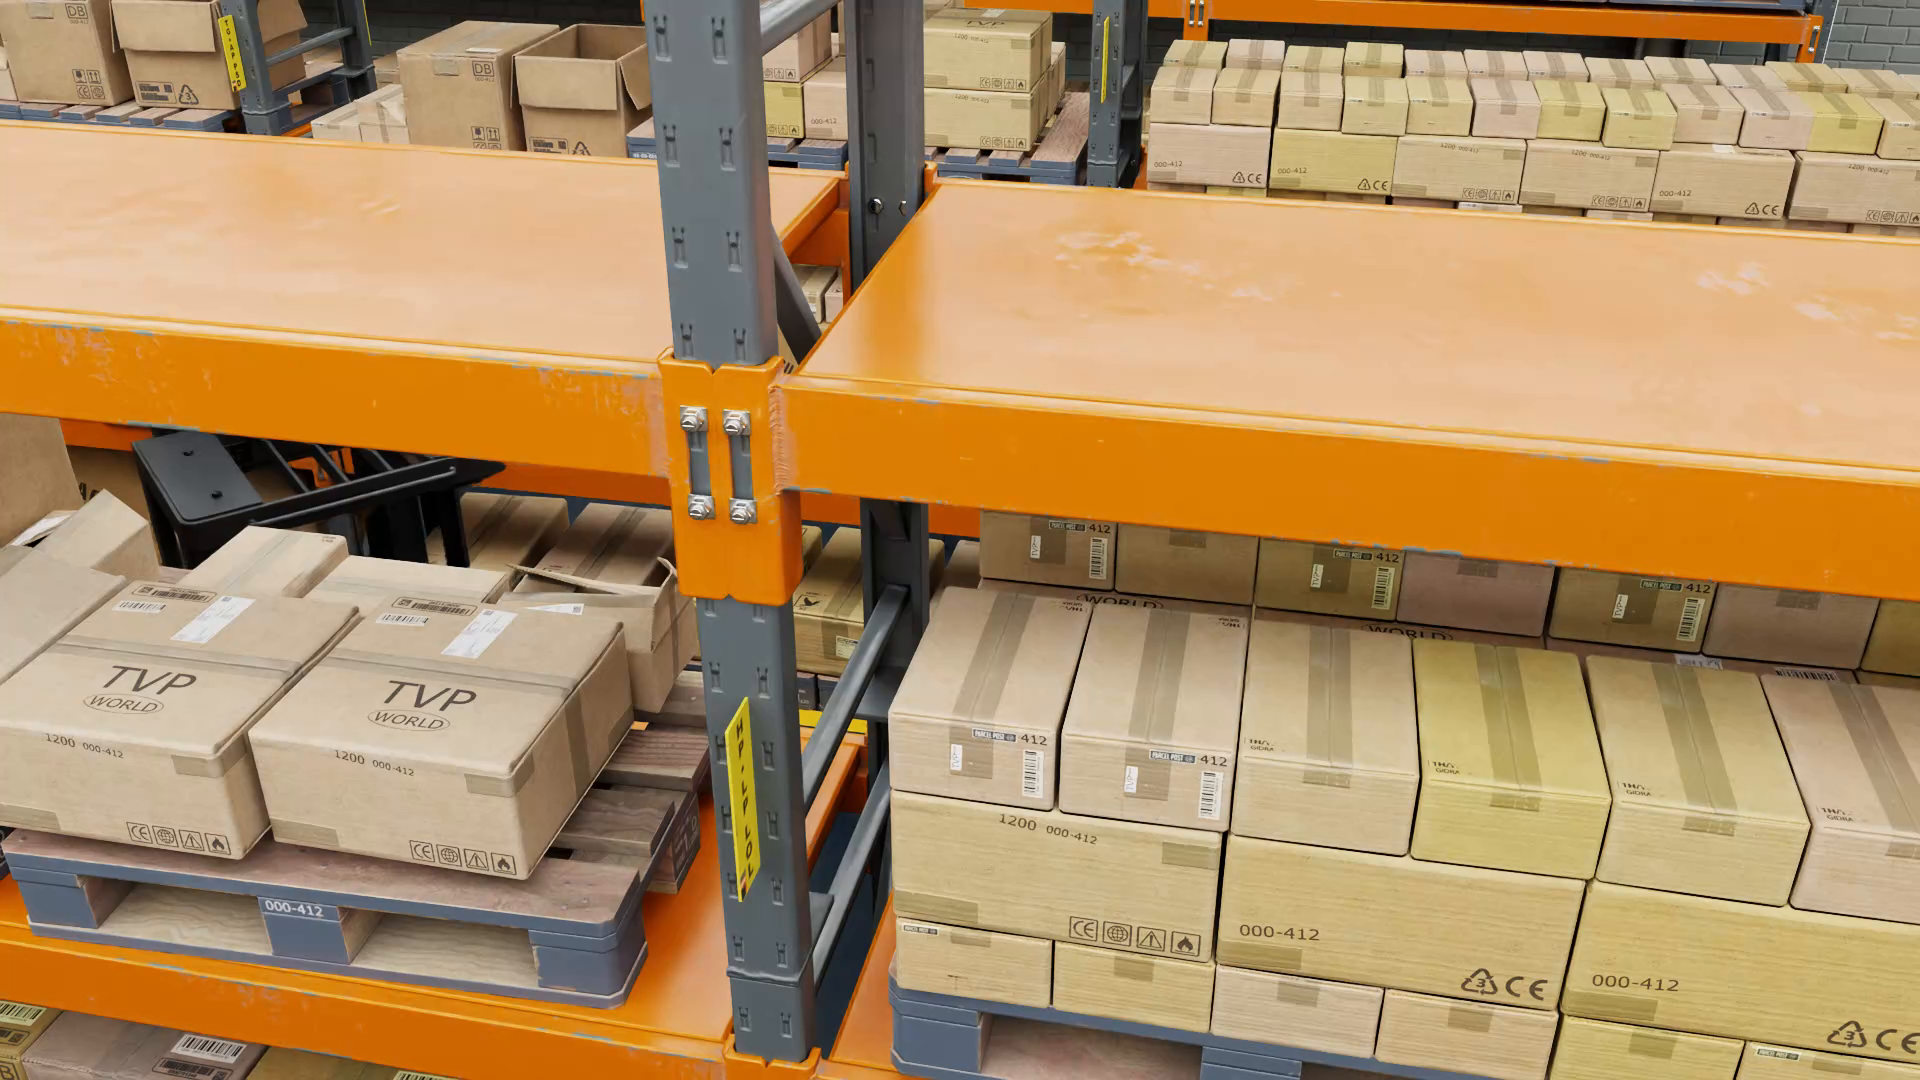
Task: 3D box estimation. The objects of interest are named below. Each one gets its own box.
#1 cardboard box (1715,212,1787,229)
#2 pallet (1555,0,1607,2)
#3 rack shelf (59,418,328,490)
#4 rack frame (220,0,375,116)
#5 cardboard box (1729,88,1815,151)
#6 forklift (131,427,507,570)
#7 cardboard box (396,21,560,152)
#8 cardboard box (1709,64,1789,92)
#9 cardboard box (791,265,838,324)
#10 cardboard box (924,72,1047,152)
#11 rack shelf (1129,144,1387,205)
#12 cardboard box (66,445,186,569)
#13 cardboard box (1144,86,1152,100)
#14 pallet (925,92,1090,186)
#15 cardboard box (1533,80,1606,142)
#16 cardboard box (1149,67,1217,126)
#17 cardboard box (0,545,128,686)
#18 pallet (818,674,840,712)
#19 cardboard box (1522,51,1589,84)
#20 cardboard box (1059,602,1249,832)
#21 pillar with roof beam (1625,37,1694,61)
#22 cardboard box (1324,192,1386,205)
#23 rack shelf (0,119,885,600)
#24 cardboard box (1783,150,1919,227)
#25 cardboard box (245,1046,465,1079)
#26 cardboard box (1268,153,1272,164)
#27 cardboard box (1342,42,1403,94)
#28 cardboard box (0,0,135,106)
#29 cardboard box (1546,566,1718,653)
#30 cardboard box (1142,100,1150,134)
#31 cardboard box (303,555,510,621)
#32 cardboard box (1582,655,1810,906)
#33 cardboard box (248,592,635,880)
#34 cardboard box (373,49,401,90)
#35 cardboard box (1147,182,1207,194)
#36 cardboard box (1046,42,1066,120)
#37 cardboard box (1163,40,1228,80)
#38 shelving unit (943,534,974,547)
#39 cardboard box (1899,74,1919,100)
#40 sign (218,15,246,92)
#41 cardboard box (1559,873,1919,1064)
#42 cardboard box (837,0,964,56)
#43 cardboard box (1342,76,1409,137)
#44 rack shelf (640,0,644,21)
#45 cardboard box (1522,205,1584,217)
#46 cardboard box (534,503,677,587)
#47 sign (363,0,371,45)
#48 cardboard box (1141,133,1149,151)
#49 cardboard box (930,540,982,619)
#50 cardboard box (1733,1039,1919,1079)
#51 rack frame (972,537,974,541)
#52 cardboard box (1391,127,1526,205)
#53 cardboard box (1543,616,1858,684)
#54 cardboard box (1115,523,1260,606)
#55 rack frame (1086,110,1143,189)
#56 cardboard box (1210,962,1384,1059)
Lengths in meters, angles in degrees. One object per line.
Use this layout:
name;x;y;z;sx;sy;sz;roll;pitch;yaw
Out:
cardboard box;3.220;-1.329;6.853;0.250;0.149;0.380;6;29;10
pallet;3.768;-3.920;11.417;1.213;0.211;1.003;6;29;11
rack shelf;-5.162;-0.794;9.489;4.000;0.370;1.077;6;29;11
rack frame;-3.206;-3.541;7.509;0.127;3.000;1.000;6;29;11
cardboard box;3.253;-1.696;6.694;0.250;0.149;0.380;6;29;11
forklift;-2.302;0.525;6.400;1.130;2.935;3.031;-19;34;-30
cardboard box;-2.281;-2.169;8.023;0.500;0.500;0.700;6;29;11
cardboard box;3.339;-1.906;7.077;0.250;0.149;0.380;6;29;10
cardboard box;-0.742;-1.171;7.901;0.250;0.149;0.380;5;29;8
cardboard box;0.104;-1.933;7.414;0.500;0.250;0.500;5;29;10
rack shelf;2.662;-1.308;7.303;4.000;0.370;1.077;6;29;11
cardboard box;-4.735;-0.361;9.724;0.875;0.875;0.875;6;29;11
cardboard box;1.440;-3.304;12.544;0.250;0.149;0.380;5;29;9
pallet;0.124;-1.854;7.746;1.003;0.211;1.213;6;29;11
cardboard box;2.483;-1.762;6.814;0.250;0.149;0.380;6;29;12
cardboard box;0.946;-1.879;7.028;0.250;0.149;0.380;5;29;10
cardboard box;-1.989;0.249;3.261;0.500;0.311;0.500;5;29;9
pallet;-0.056;0.638;9.028;1.213;0.211;1.003;6;29;11
cardboard box;2.598;-2.024;7.292;0.250;0.149;0.380;6;29;11
cardboard box;0.306;0.264;2.572;0.250;0.149;0.380;6;29;10
pillar with roof beam;4.259;-3.541;7.510;0.400;9.000;9.100;6;29;11
cardboard box;1.706;-1.498;7.163;0.250;0.149;0.380;7;29;12
rack shelf;-2.185;-0.514;3.147;4.000;0.370;1.077;6;29;11
cardboard box;3.572;-1.470;6.696;0.500;0.250;0.500;5;29;10
cardboard box;-1.219;1.246;3.866;0.500;0.500;0.700;5;29;10
cardboard box;1.307;-1.759;7.639;0.250;0.149;0.380;6;29;11
cardboard box;1.849;-2.112;7.453;0.250;0.149;0.380;7;29;12
cardboard box;-4.214;-2.463;8.123;0.500;0.500;0.700;4;29;8
cardboard box;1.186;0.031;2.997;0.250;0.149;0.380;6;29;11
cardboard box;1.358;-3.098;12.168;0.250;0.149;0.380;7;29;12
cardboard box;-1.191;0.172;3.570;0.380;0.149;0.250;6;29;11
cardboard box;1.054;0.341;2.432;0.250;0.149;0.380;6;29;11
cardboard box;-0.953;0.353;3.135;0.500;0.250;0.500;6;29;11
cardboard box;-4.384;-3.586;13.297;0.500;0.500;0.700;6;29;10
cardboard box;0.962;-1.566;7.286;0.250;0.149;0.380;5;29;10
cardboard box;0.218;-2.189;7.883;0.500;0.250;0.500;5;29;9
cardboard box;1.061;-2.134;7.494;0.250;0.149;0.380;6;29;12
shelving unit;0.014;-0.525;10.121;0.189;1.200;0.258;6;29;11
cardboard box;4.063;-1.812;6.905;0.250;0.149;0.380;6;29;10
sign;-3.330;-2.227;7.611;0.005;0.325;0.100;6;29;11
cardboard box;1.178;0.499;2.559;0.500;0.250;0.500;6;29;10
cardboard box;-0.271;-2.454;7.845;0.500;0.250;0.500;5;29;9
cardboard box;1.714;-1.797;6.878;0.250;0.149;0.380;6;29;10
rack shelf;-4.129;-4.442;13.027;4.000;0.370;1.077;6;29;11
cardboard box;2.470;-1.412;7.006;0.250;0.149;0.380;6;29;11
cardboard box;-1.932;0.191;9.239;0.625;0.372;0.950;5;29;10
sign;-3.091;-2.706;8.570;0.005;0.325;0.100;6;29;11
cardboard box;1.205;-2.922;12.262;0.500;0.250;0.500;5;29;9
cardboard box;0.192;0.409;8.841;0.625;0.372;0.950;6;29;11
cardboard box;1.302;0.716;2.577;0.250;0.149;0.380;6;29;11
rack frame;0.104;-0.516;10.105;0.006;1.200;0.240;6;29;11
cardboard box;2.072;-1.612;6.956;0.500;0.250;0.500;6;29;11
cardboard box;1.289;0.249;3.015;0.500;0.250;0.500;6;29;10
cardboard box;0.443;-0.044;3.136;0.250;0.149;0.380;6;29;10
rack frame;0.706;-0.508;8.217;0.127;3.000;1.000;6;29;11
cardboard box;0.553;0.640;2.716;0.250;0.149;0.380;6;29;10
